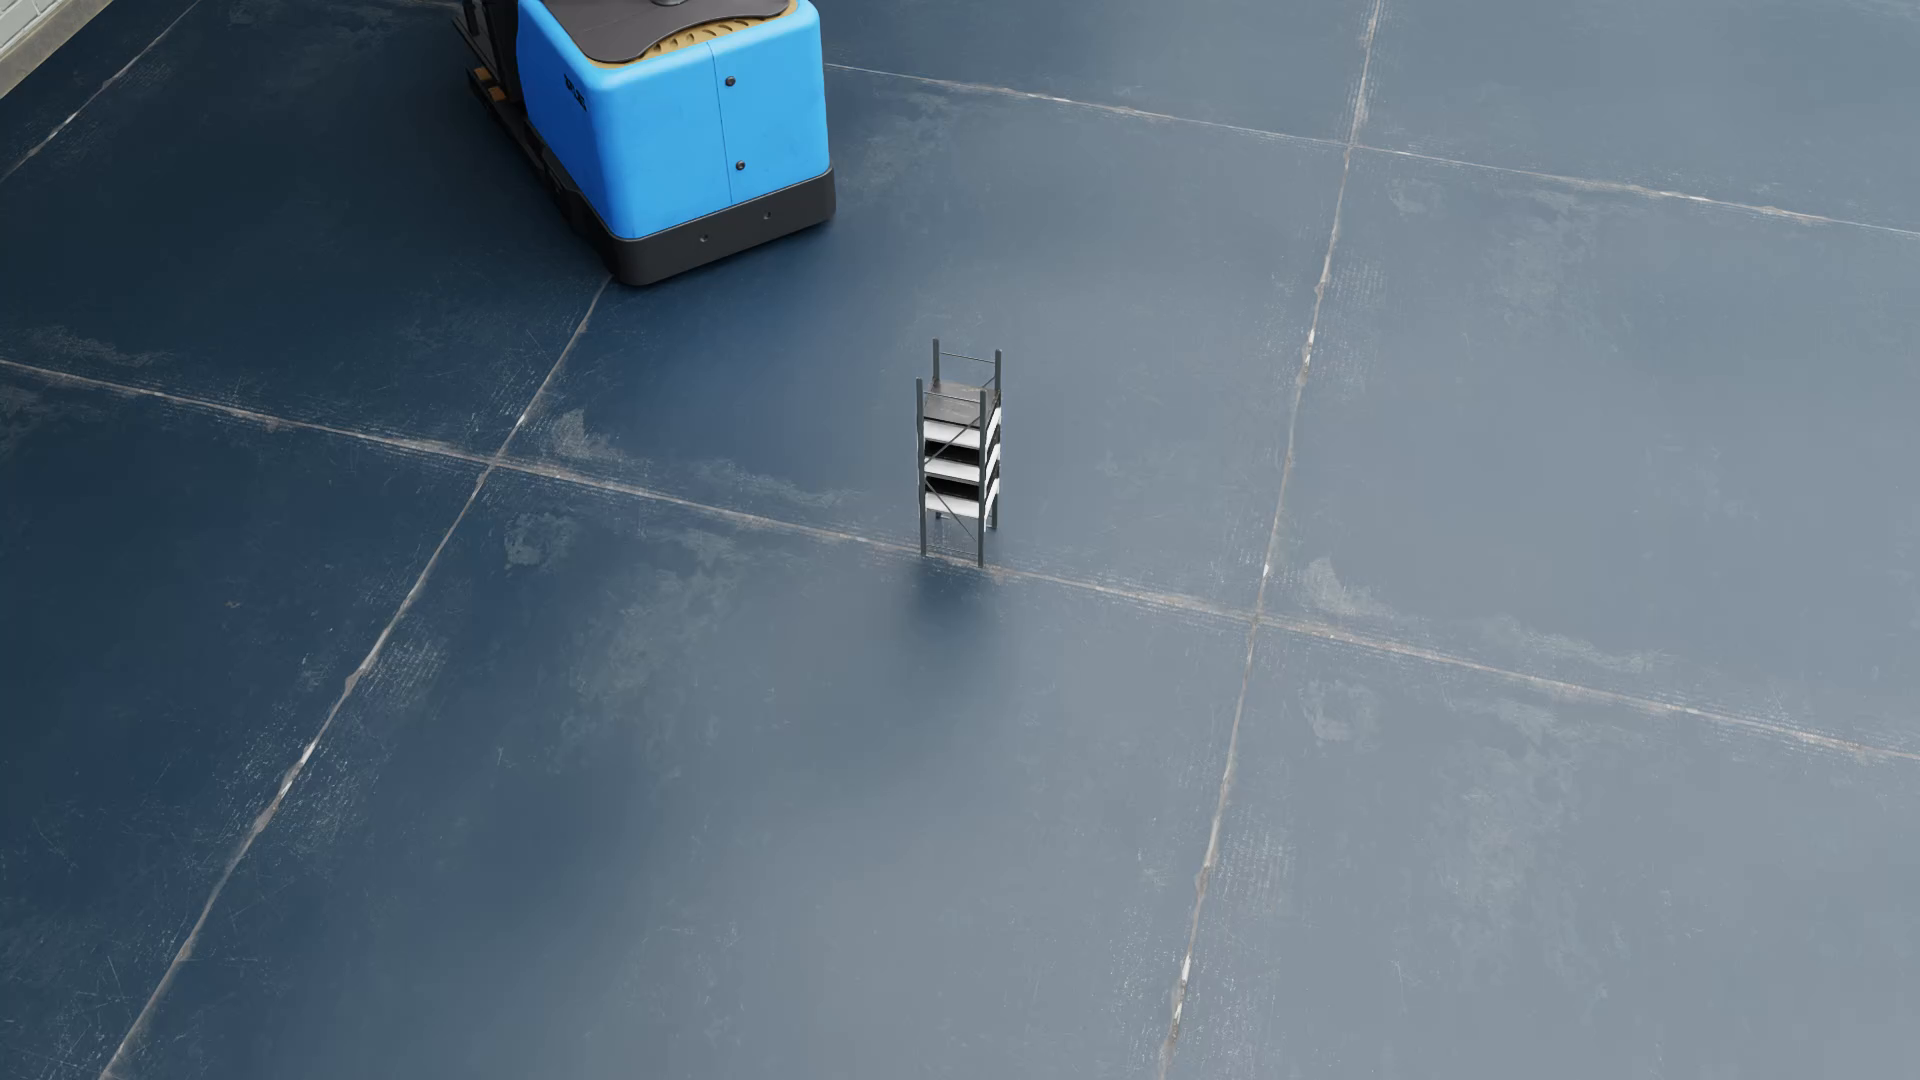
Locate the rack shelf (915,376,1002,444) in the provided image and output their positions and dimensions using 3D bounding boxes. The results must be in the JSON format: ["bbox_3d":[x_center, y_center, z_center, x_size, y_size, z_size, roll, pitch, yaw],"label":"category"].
[{"bbox_3d":[-0.002,-0.449,5.730,0.258,0.077,0.200,12,50,10],"label":"rack shelf"}]

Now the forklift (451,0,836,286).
[{"bbox_3d":[-1.743,-3.156,7.080,1.130,2.935,3.031,-24,53,-20],"label":"forklift"}]

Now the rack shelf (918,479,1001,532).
[{"bbox_3d":[-0.002,-0.151,6.067,0.258,0.077,0.200,12,50,10],"label":"rack shelf"}]

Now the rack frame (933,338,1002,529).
[{"bbox_3d":[0.025,-0.365,5.972,0.240,0.900,0.006,12,50,10],"label":"rack frame"}]

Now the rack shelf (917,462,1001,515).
[{"bbox_3d":[-0.002,-0.210,6.000,0.258,0.077,0.200,12,50,10],"label":"rack shelf"}]

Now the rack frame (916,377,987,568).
[{"bbox_3d":[-0.029,-0.218,5.843,0.240,0.900,0.006,12,50,10],"label":"rack frame"}]

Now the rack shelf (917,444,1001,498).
[{"bbox_3d":[-0.002,-0.270,5.932,0.258,0.077,0.200,12,50,10],"label":"rack shelf"}]

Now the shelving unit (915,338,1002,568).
[{"bbox_3d":[-0.002,-0.292,5.907,0.258,0.900,0.210,12,50,10],"label":"shelving unit"}]

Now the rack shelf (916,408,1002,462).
[{"bbox_3d":[-0.002,-0.389,5.797,0.258,0.077,0.200,12,50,10],"label":"rack shelf"}]

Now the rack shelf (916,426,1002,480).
[{"bbox_3d":[-0.002,-0.329,5.865,0.258,0.077,0.200,12,50,10],"label":"rack shelf"}]
